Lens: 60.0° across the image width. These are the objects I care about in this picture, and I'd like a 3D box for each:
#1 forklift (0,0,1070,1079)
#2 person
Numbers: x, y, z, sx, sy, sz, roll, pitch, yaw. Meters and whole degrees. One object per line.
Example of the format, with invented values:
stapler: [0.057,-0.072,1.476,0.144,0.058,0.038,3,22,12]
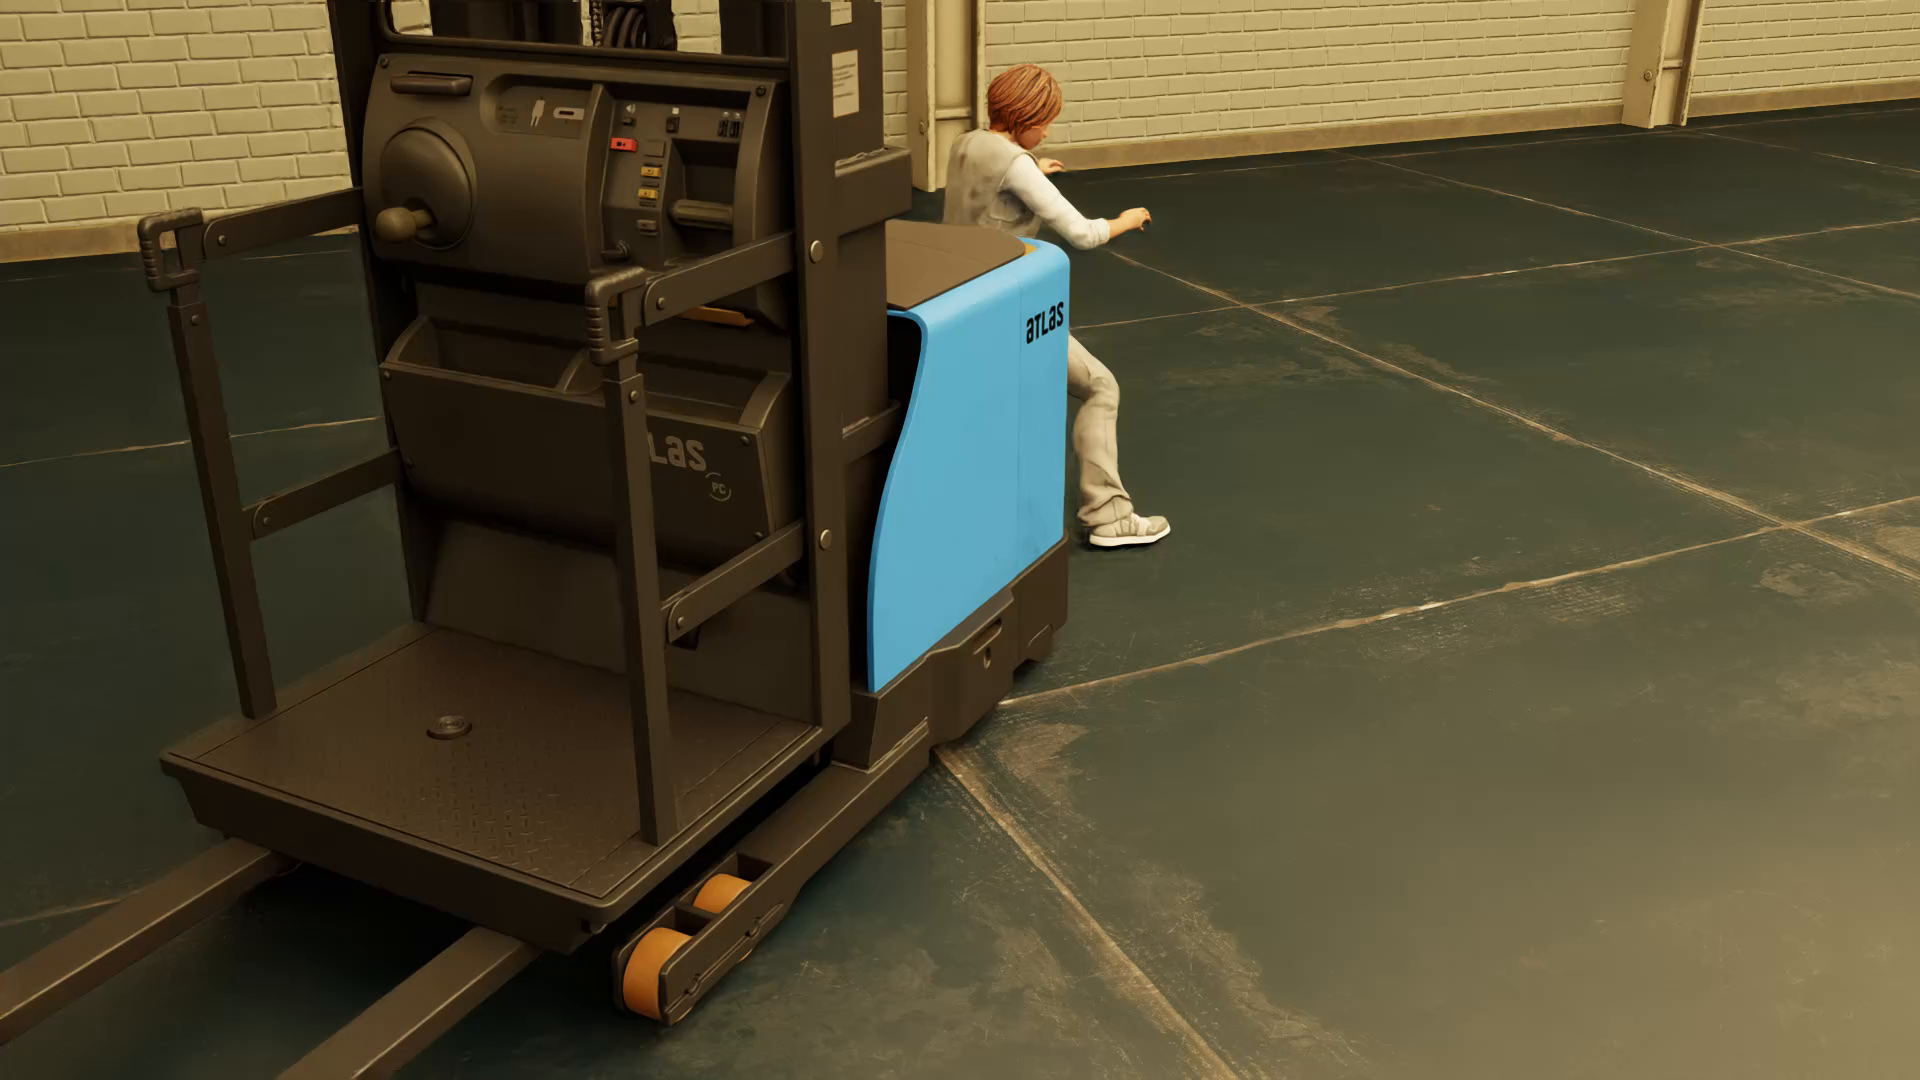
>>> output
forklift: [-0.843,-0.677,2.916,1.130,2.935,3.031,11,25,25]
person: [0.244,-0.733,5.182,0.637,1.295,0.986,-9,24,-20]
